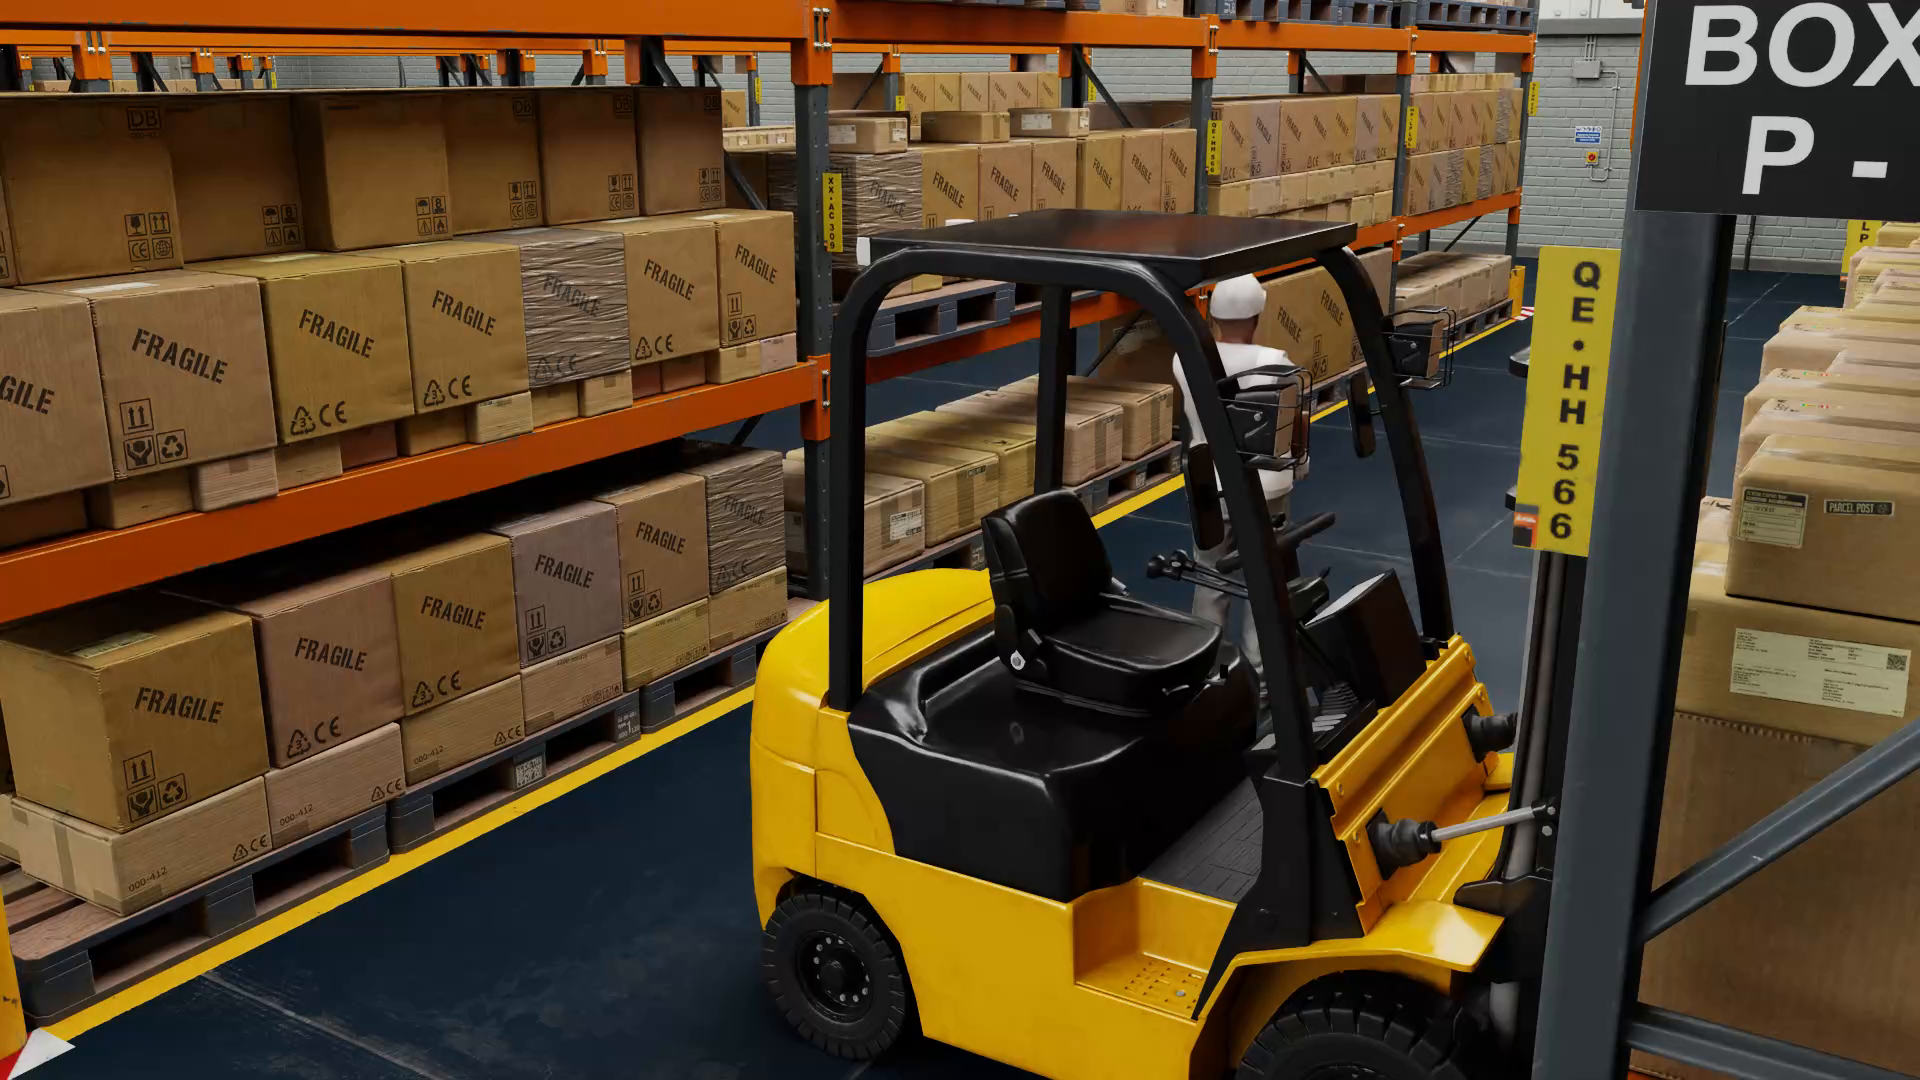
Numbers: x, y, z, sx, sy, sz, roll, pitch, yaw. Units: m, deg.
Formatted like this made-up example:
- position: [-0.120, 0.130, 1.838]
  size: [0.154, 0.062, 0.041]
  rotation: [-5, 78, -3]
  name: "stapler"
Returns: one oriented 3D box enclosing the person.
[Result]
- position: [1.163, -0.219, 6.769]
  size: [0.487, 1.778, 0.584]
  rotation: [10, 19, 31]
  name: "person"
